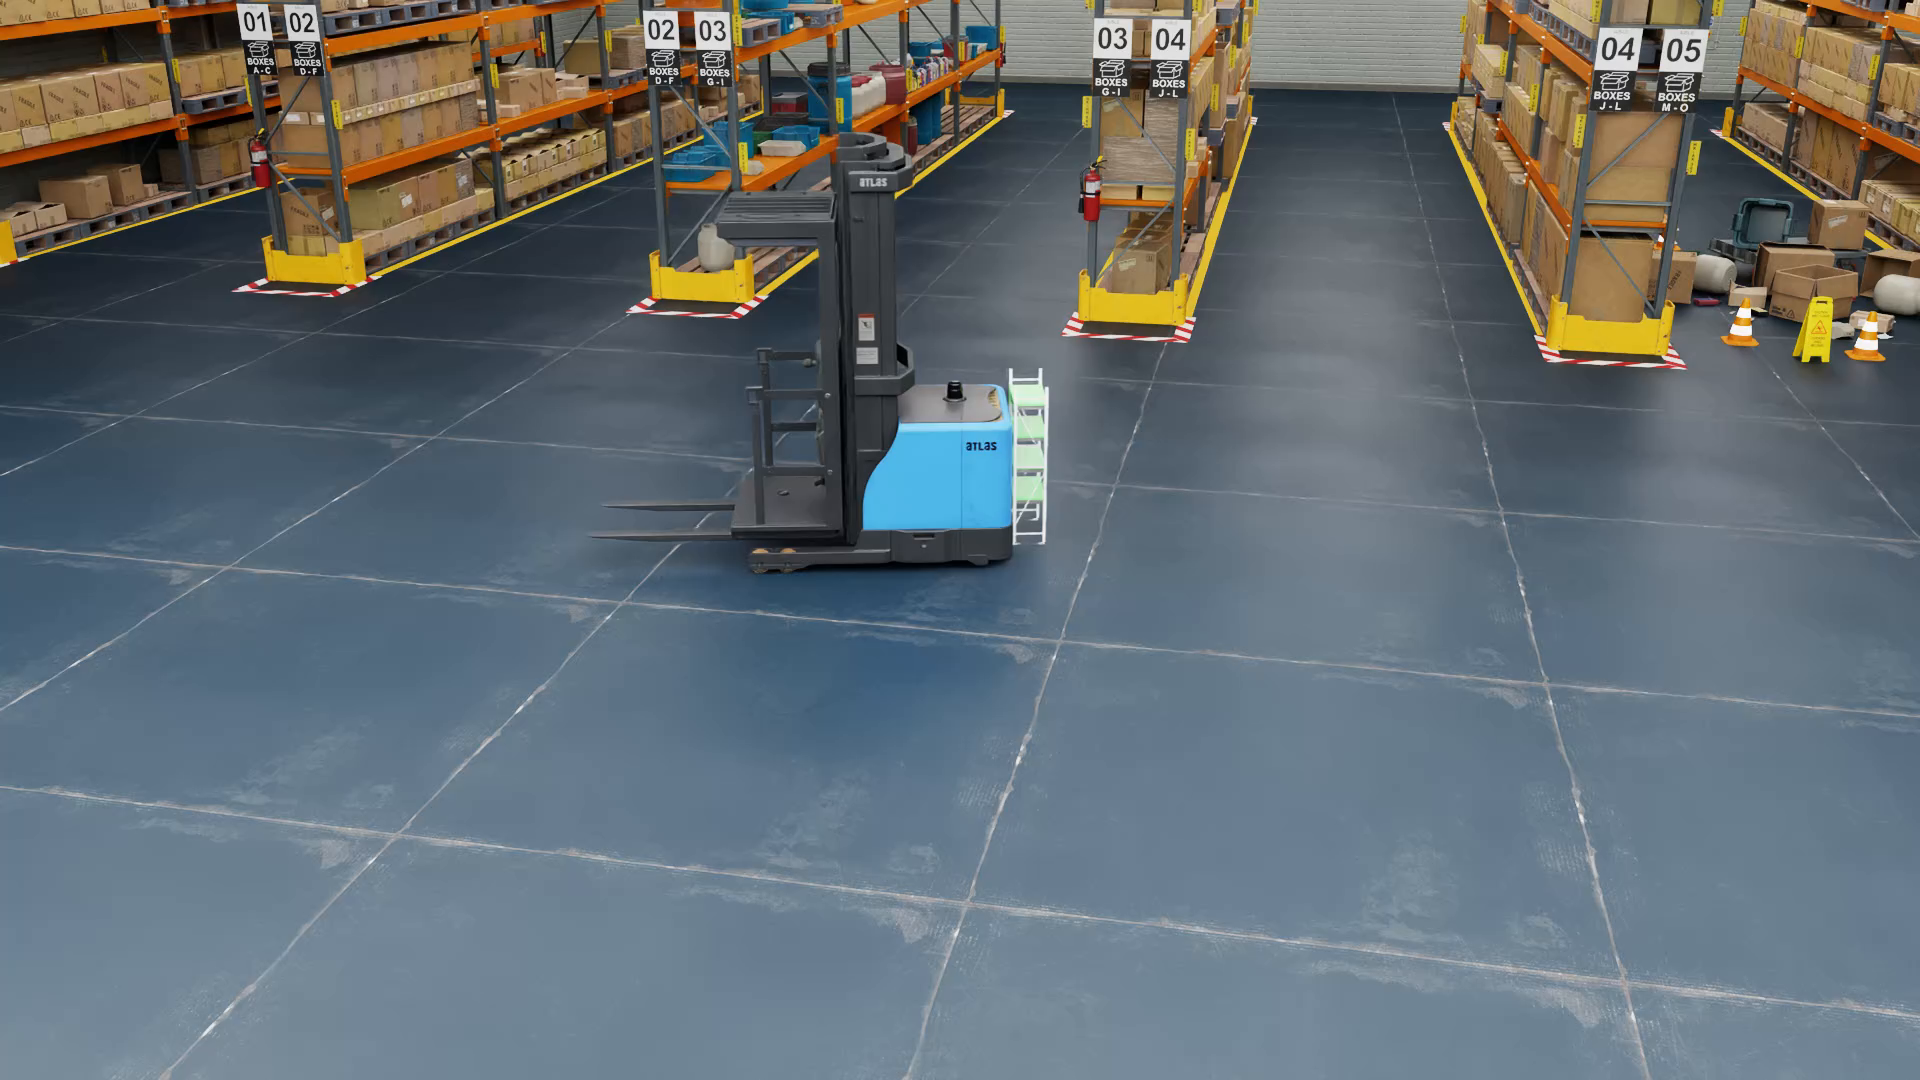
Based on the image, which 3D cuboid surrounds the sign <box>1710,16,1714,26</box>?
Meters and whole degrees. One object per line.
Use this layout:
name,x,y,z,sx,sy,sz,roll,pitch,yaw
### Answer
sign,15.950,-11.122,35.593,0.327,0.218,0.001,4,22,11

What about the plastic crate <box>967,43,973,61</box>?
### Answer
plastic crate,-0.018,-9.094,30.997,0.437,0.282,0.530,4,22,11

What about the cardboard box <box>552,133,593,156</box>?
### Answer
cardboard box,-6.140,-6.272,26.278,0.500,0.311,0.500,4,22,10

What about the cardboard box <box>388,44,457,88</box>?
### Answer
cardboard box,-7.177,-6.331,22.187,0.700,0.500,0.500,4,22,11

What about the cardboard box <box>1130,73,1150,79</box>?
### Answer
cardboard box,1.962,-5.045,18.994,0.500,0.500,0.500,4,22,11

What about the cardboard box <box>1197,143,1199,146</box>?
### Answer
cardboard box,2.781,-4.878,20.788,0.380,0.149,0.250,4,22,11

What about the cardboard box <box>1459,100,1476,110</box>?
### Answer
cardboard box,9.436,-8.037,30.753,0.380,0.149,0.250,4,22,11

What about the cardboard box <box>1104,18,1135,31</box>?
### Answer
cardboard box,1.642,-5.443,17.505,0.380,0.149,0.250,4,22,11

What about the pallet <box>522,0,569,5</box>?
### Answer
pallet,-6.450,-8.133,24.769,1.003,0.211,1.213,6,23,13

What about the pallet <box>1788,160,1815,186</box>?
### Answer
pallet,13.957,-5.863,26.628,1.003,0.211,1.213,4,22,11

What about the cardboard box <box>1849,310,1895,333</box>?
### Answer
cardboard box,9.882,-2.366,18.029,0.380,0.149,0.250,18,28,38

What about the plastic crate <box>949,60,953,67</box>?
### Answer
plastic crate,-0.275,-8.642,30.068,0.396,0.136,0.243,4,22,11

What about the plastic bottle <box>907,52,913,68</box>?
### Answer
plastic bottle,-0.907,-8.435,29.349,0.144,0.351,0.185,4,22,11

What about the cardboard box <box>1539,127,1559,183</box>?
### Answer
cardboard box,7.163,-4.401,19.065,0.875,0.550,0.550,4,22,11

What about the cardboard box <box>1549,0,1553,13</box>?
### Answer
cardboard box,7.135,-6.267,19.525,0.380,0.149,0.250,4,22,10

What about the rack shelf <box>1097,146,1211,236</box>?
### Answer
rack shelf,2.299,-4.208,19.751,1.077,0.370,4.000,4,22,11

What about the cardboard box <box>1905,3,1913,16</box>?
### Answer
cardboard box,12.994,-7.154,22.422,0.380,0.149,0.250,4,22,11

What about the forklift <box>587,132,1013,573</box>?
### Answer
forklift,-1.153,-1.328,11.727,3.031,2.935,1.130,-1,22,-2

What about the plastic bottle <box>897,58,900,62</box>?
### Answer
plastic bottle,-1.052,-8.245,28.977,0.152,0.276,0.135,4,22,11

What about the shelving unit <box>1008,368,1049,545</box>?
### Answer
shelving unit,0.498,-0.618,12.281,0.258,1.200,0.503,-1,22,-3

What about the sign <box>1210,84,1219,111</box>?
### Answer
sign,3.240,-5.637,21.175,0.100,0.325,0.005,4,22,11

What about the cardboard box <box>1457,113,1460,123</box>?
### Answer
cardboard box,9.570,-7.952,31.338,0.380,0.149,0.250,5,22,12

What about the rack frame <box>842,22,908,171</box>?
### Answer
rack frame,-1.326,-7.114,26.002,1.000,3.000,0.127,4,22,11

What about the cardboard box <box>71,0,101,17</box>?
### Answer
cardboard box,-11.893,-7.260,22.190,0.500,0.500,0.500,4,22,9

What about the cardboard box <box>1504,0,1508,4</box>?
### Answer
cardboard box,8.315,-8.171,24.479,0.500,0.500,0.500,4,22,11

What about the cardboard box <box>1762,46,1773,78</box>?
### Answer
cardboard box,14.195,-8.243,28.673,0.500,0.500,0.500,5,23,13

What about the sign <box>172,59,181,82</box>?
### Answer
sign,-11.308,-6.769,23.988,0.100,0.325,0.005,4,22,11

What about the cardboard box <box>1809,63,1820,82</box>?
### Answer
cardboard box,13.596,-7.274,25.931,0.500,0.250,0.500,5,22,12

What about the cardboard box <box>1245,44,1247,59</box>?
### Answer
cardboard box,4.898,-8.791,29.969,0.500,0.250,0.500,5,22,12

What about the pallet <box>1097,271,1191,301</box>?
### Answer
pallet,2.106,-2.839,19.121,1.003,0.211,1.213,4,22,11

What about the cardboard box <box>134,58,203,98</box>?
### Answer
cardboard box,-11.703,-6.840,24.600,0.700,0.500,0.500,5,22,11

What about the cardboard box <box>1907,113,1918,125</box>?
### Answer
cardboard box,12.736,-5.564,21.928,0.380,0.149,0.250,6,23,14

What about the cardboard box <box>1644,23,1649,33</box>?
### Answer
cardboard box,7.264,-5.290,17.099,0.380,0.149,0.250,5,22,11

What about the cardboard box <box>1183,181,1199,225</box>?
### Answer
cardboard box,2.853,-4.541,22.371,0.700,0.500,0.500,3,22,7

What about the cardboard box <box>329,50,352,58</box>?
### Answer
cardboard box,-10.675,-8.221,28.192,0.500,0.500,0.500,5,22,13

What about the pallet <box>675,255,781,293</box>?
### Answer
pallet,-2.818,-3.223,20.073,1.003,0.211,1.213,4,22,11

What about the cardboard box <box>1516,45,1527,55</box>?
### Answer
cardboard box,9.283,-7.977,27.123,0.380,0.149,0.250,5,23,13

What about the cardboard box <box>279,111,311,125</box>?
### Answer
cardboard box,-7.915,-5.069,19.922,0.380,0.149,0.250,4,22,10

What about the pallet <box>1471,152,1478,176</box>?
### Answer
pallet,9.017,-6.206,27.480,1.003,0.211,1.213,4,22,11

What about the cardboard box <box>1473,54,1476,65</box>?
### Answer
cardboard box,8.644,-7.892,27.309,0.380,0.149,0.250,5,22,12

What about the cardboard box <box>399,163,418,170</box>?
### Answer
cardboard box,-7.595,-4.786,22.336,0.500,0.500,0.500,4,22,11

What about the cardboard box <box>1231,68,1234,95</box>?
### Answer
cardboard box,3.992,-7.129,25.905,0.500,0.500,0.500,4,22,9

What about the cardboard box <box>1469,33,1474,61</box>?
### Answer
cardboard box,9.334,-8.726,29.472,0.500,0.500,0.500,4,22,10

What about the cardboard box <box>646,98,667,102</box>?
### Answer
cardboard box,-5.695,-7.842,30.567,0.500,0.500,0.500,3,22,8

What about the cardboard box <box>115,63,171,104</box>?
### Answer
cardboard box,-11.634,-6.497,23.642,0.500,0.500,0.500,4,22,11

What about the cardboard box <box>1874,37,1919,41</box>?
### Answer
cardboard box,13.883,-7.207,24.762,0.500,0.500,0.500,5,22,12

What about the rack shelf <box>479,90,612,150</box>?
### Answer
rack shelf,-6.582,-6.428,25.262,1.077,0.370,4.000,4,22,11

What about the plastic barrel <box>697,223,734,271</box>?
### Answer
plastic barrel,-2.899,-3.476,19.736,0.421,0.512,0.421,0,22,0

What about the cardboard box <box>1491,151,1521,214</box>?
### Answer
cardboard box,7.971,-4.937,23.046,1.050,0.750,0.750,5,22,12

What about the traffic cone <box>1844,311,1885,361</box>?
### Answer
traffic cone,9.261,-2.094,16.935,0.336,0.463,0.334,4,22,11

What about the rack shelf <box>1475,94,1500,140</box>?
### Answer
rack shelf,8.766,-6.719,25.985,1.077,0.370,4.000,4,22,11

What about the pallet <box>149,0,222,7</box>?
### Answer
pallet,-11.610,-7.928,24.261,1.213,0.211,1.003,4,22,11

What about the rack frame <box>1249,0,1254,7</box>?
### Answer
rack frame,5.155,-9.662,32.330,1.000,3.000,0.127,4,22,11

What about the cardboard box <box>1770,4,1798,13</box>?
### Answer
cardboard box,14.326,-9.224,28.901,0.380,0.149,0.250,5,22,11
